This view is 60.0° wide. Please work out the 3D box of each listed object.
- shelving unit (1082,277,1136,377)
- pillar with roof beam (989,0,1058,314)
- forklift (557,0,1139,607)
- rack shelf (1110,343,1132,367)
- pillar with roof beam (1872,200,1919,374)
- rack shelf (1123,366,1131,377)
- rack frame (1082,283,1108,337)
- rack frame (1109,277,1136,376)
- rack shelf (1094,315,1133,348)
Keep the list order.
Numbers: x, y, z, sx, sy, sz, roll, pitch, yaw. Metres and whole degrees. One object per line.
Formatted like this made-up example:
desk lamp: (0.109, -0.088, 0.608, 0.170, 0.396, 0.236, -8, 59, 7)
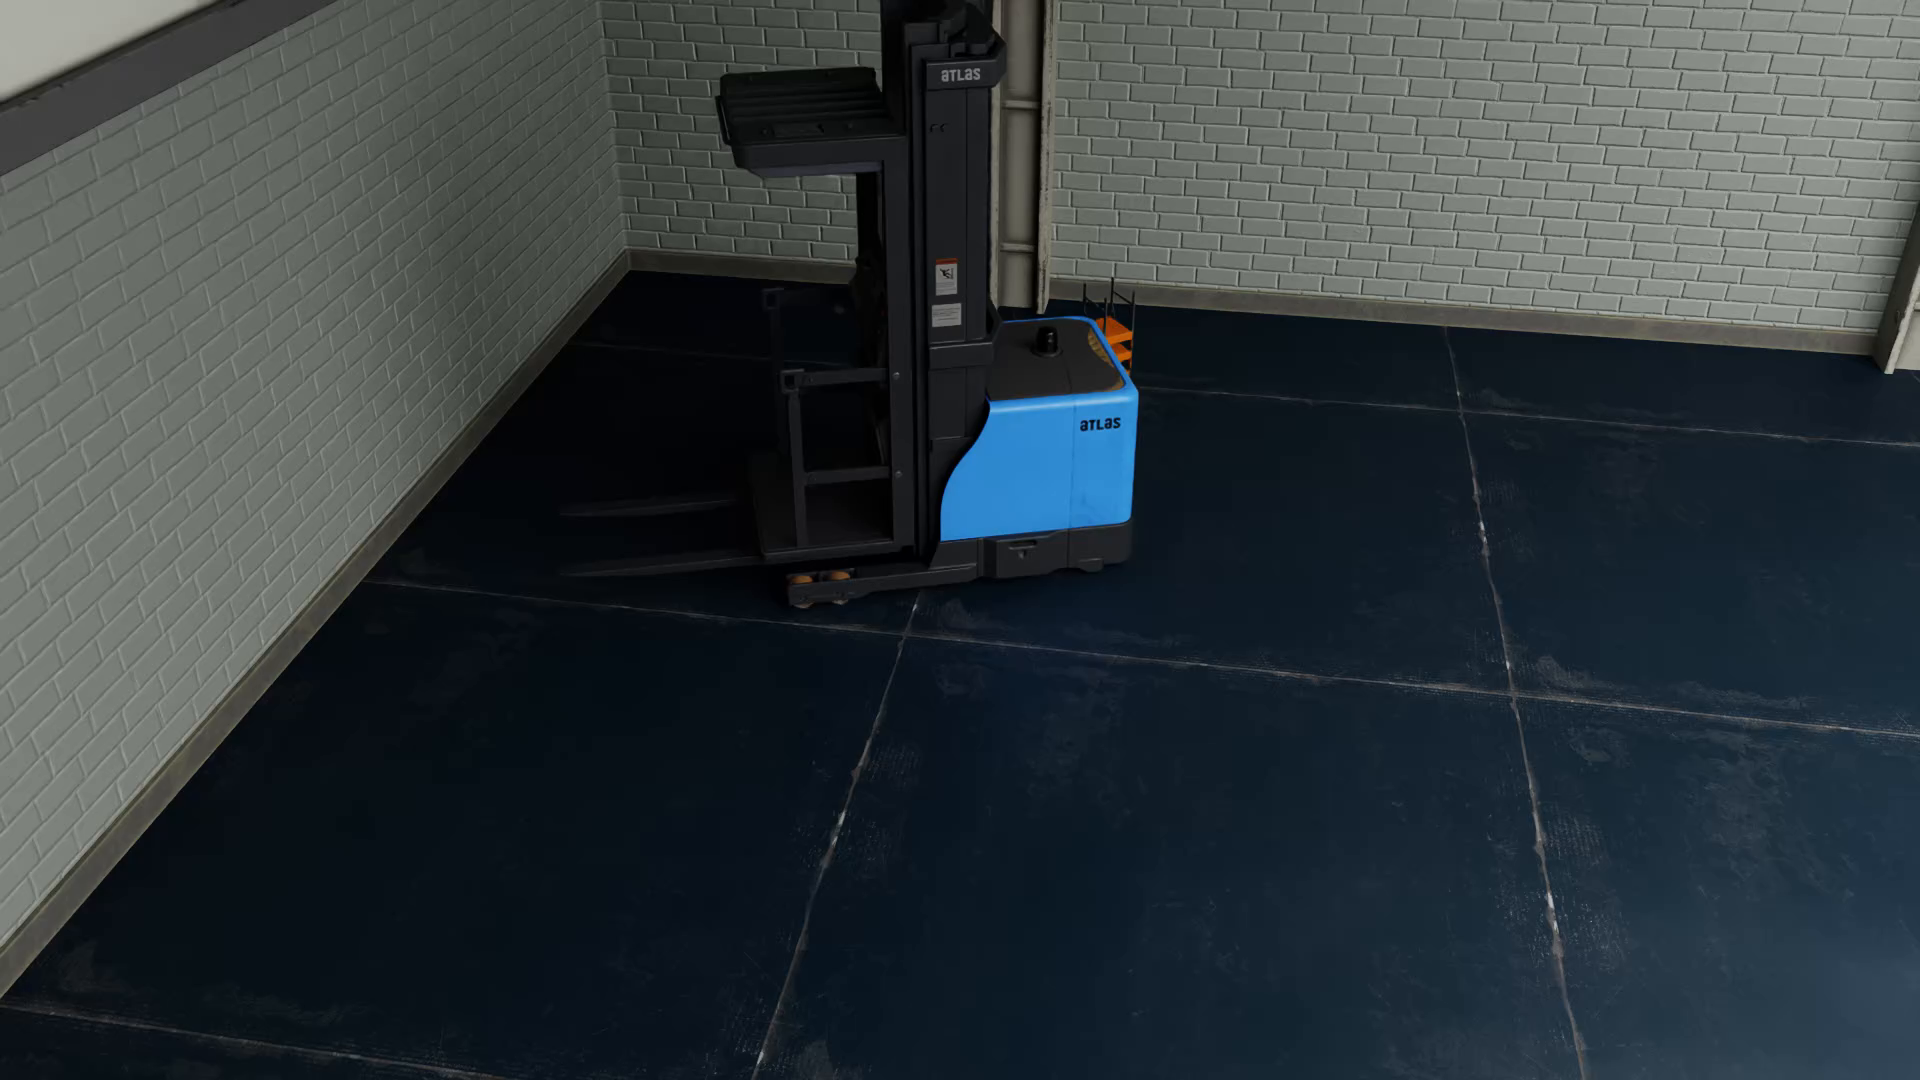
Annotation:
shelving unit: (0.829, -0.893, 9.545, 0.189, 1.200, 0.258, -16, 35, -24)
pillar with roof beam: (-0.298, -3.266, 5.987, 0.400, 9.000, 9.100, 5, 32, 8)
forklift: (-0.640, -1.195, 8.396, 3.031, 2.935, 1.130, -6, 32, -9)
rack shelf: (0.829, -1.059, 9.442, 0.180, 0.103, 0.258, -16, 35, -24)
pillar with roof beam: (5.617, -2.731, 5.131, 0.400, 9.000, 9.100, 5, 32, 8)
rack shelf: (0.829, -0.957, 9.505, 0.180, 0.103, 0.258, -16, 35, -24)
rack frame: (0.748, -0.870, 9.509, 0.006, 1.200, 0.240, -16, 35, -24)
rack frame: (0.910, -0.916, 9.582, 0.006, 1.200, 0.240, -16, 35, -24)
rack shelf: (0.830, -1.161, 9.378, 0.180, 0.103, 0.258, -16, 35, -24)
